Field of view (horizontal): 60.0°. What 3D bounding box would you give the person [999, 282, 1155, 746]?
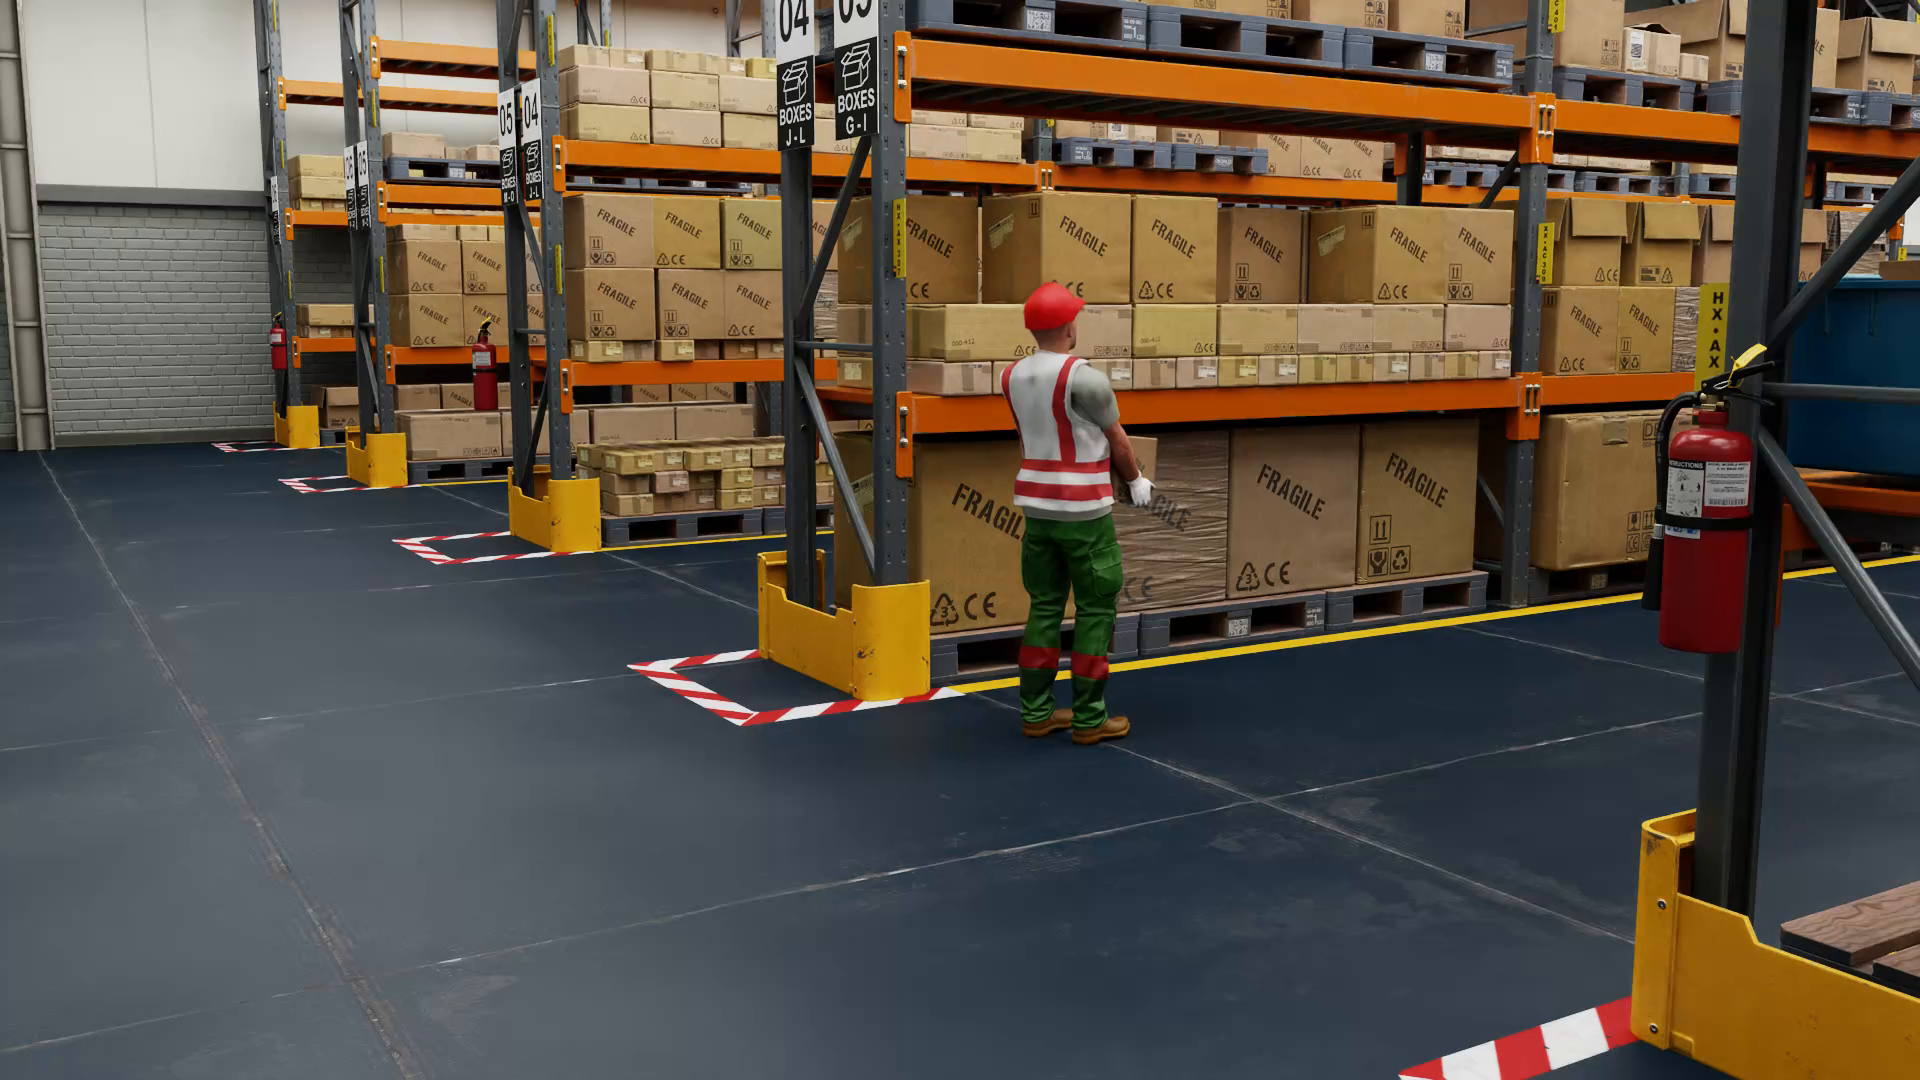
[{"bbox_3d":[0.470,-0.110,6.535,0.494,1.782,0.573,8,11,43],"label":"person"}]
